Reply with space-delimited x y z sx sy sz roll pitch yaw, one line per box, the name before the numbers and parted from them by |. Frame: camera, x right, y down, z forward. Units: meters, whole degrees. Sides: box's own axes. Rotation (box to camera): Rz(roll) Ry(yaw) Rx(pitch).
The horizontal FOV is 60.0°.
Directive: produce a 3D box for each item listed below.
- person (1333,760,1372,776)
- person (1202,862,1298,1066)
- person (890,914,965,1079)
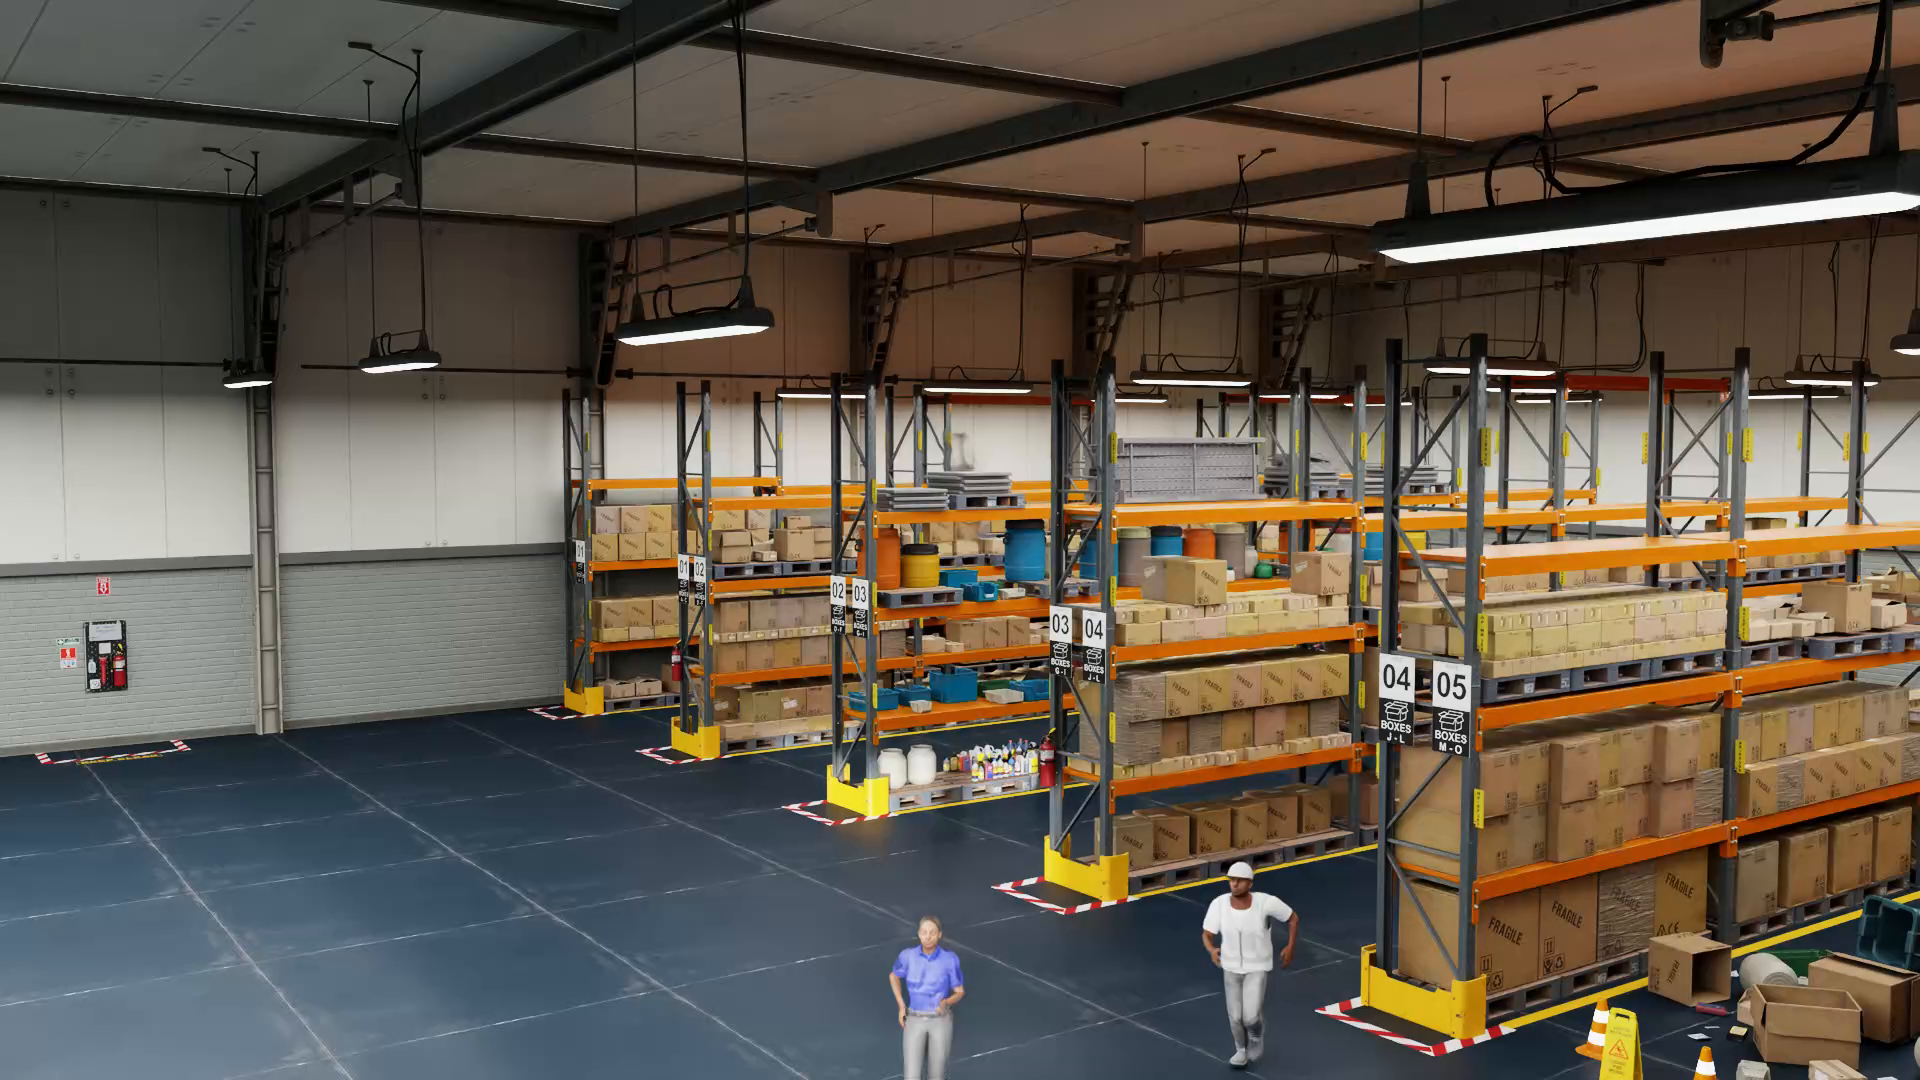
person | 5.557 2.837 23.764 0.855 1.586 0.559 -2 4 -32
person | 2.298 3.436 13.345 0.726 1.715 0.743 2 4 25
person | -0.245 3.577 12.112 0.559 1.637 0.609 0 4 1
